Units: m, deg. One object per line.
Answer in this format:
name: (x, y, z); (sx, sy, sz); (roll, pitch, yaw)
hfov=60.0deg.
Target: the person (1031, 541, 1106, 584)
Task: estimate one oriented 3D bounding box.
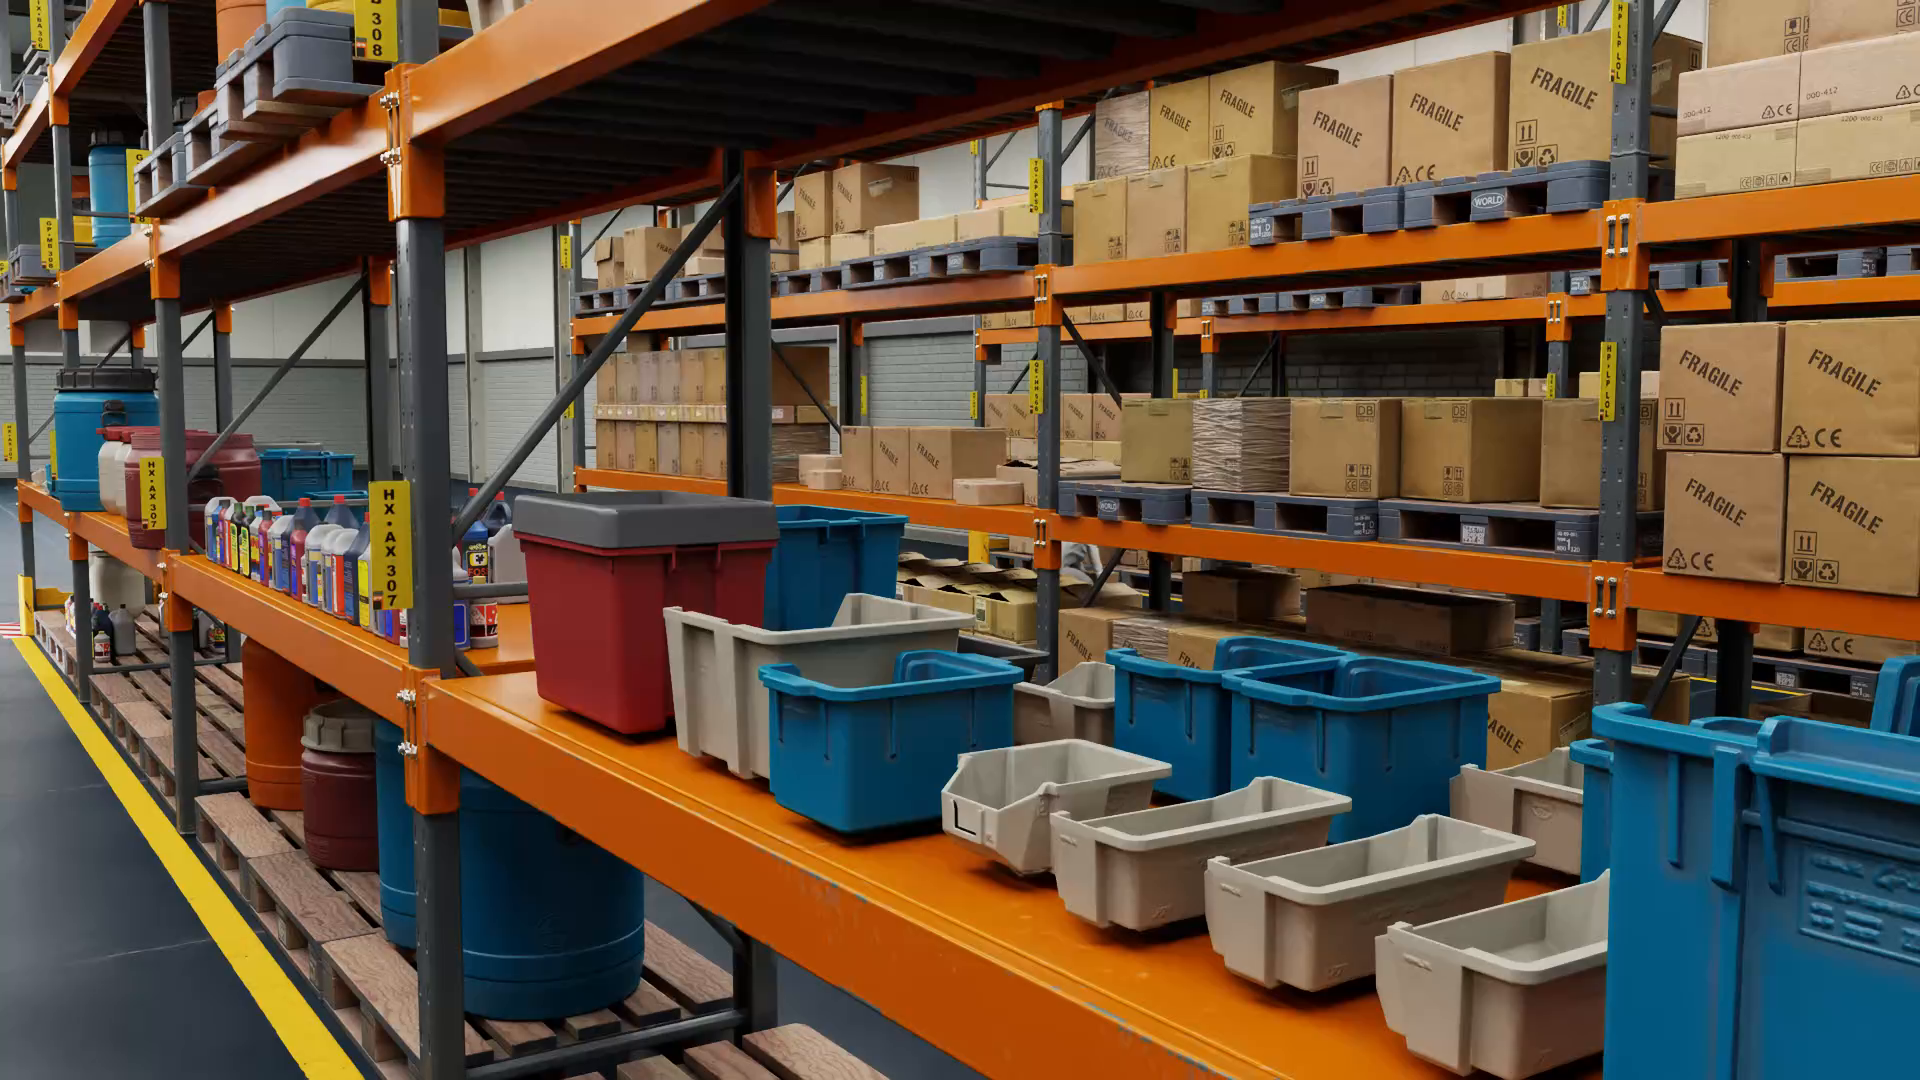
person: (0.992, 0.309, 14.791); (0.814, 0.904, 0.420); (-3, 6, -35)
